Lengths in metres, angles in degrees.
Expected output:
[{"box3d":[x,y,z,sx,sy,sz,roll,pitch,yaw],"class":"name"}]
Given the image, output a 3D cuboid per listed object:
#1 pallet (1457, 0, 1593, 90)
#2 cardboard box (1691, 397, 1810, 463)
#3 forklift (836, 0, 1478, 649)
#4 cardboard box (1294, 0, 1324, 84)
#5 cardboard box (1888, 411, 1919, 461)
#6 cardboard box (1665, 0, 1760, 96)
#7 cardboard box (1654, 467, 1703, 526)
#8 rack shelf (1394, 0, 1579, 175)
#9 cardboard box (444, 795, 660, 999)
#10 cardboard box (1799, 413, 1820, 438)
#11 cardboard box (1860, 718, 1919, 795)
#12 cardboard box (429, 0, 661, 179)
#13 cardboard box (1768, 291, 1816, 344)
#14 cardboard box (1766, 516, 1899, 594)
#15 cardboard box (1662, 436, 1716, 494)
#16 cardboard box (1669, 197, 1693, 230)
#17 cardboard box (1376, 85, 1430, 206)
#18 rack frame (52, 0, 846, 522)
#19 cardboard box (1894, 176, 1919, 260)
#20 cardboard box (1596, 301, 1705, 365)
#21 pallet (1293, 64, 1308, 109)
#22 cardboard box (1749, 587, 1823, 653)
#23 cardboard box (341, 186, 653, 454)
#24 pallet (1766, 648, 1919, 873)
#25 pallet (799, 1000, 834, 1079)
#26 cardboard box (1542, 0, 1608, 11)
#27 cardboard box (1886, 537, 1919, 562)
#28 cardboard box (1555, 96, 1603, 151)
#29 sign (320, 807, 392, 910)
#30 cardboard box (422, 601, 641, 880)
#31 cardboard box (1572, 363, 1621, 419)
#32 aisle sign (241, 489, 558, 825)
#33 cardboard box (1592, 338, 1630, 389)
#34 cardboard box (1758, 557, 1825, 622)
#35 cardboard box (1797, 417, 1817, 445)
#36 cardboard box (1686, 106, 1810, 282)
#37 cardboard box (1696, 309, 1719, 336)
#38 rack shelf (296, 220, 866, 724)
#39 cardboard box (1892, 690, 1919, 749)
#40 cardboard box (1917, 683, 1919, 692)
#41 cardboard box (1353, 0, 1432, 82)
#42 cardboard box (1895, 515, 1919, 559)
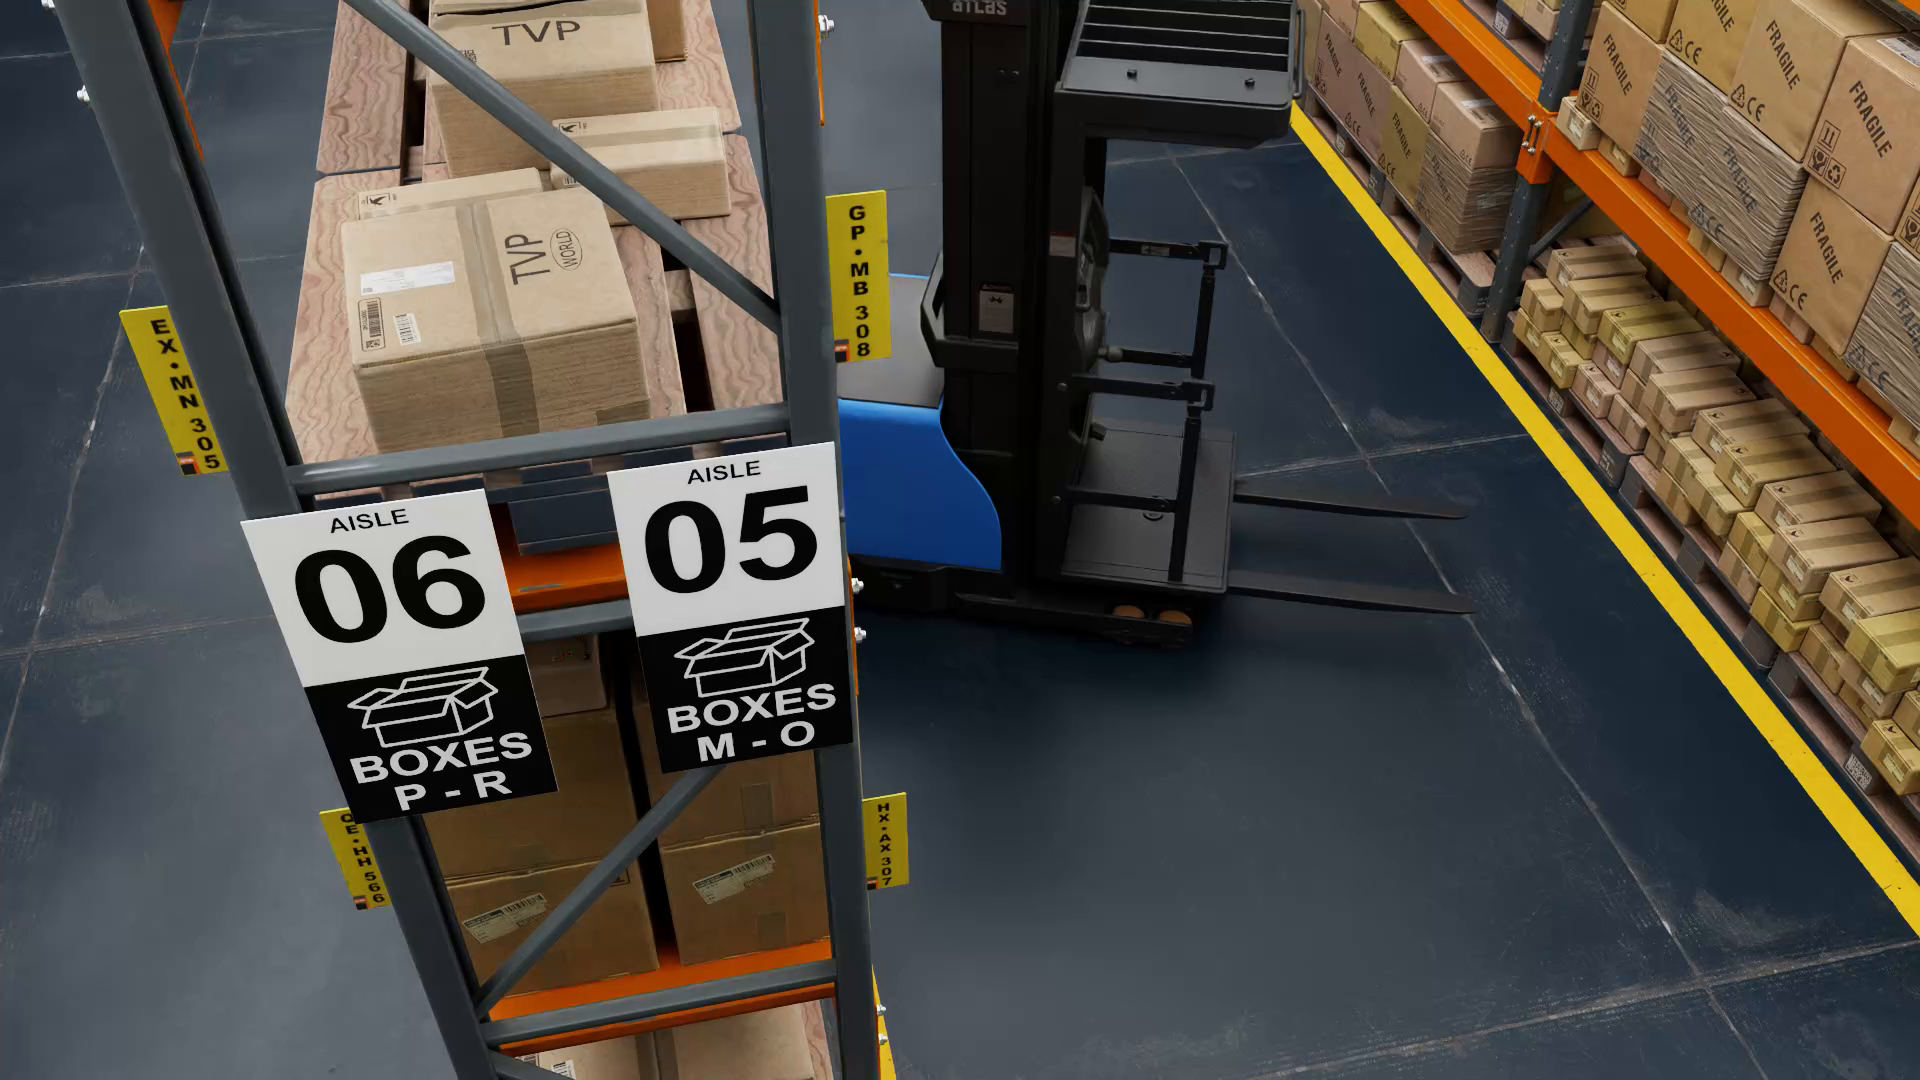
[{"box3d":[3.214,-2.694,8.451,1.003,0.211,1.213,-8,42,-9],"class":"pallet"},{"box3d":[3.406,-0.459,7.172,0.380,0.149,0.250,-10,43,-11],"class":"cardboard box"},{"box3d":[0.702,-1.020,6.473,3.031,2.935,1.130,6,42,7],"class":"forklift"},{"box3d":[2.389,-3.244,10.493,0.500,0.500,0.500,-8,42,-9],"class":"cardboard box"},{"box3d":[3.562,-0.397,5.909,0.380,0.149,0.250,-10,43,-11],"class":"cardboard box"},{"box3d":[3.223,-2.111,6.597,0.500,0.500,0.500,-10,42,-11],"class":"cardboard box"},{"box3d":[3.321,-0.223,7.354,0.380,0.149,0.250,-9,42,-10],"class":"cardboard box"},{"box3d":[2.805,-3.277,9.505,1.077,0.370,4.000,-8,42,-9],"class":"rack shelf"},{"box3d":[-1.074,0.806,4.289,0.500,0.500,0.500,-8,42,-9],"class":"cardboard box"},{"box3d":[3.921,-0.534,7.257,0.380,0.149,0.250,-10,43,-11],"class":"cardboard box"},{"box3d":[3.628,0.789,6.214,0.380,0.149,0.250,-7,42,-8],"class":"cardboard box"},{"box3d":[-0.986,-1.142,3.975,0.500,0.311,0.500,-8,42,-9],"class":"cardboard box"},{"box3d":[3.413,-0.911,6.488,0.380,0.149,0.250,-7,42,-8],"class":"cardboard box"},{"box3d":[3.454,0.059,6.588,0.380,0.149,0.250,-7,42,-8],"class":"cardboard box"},{"box3d":[3.317,-0.337,7.259,0.380,0.149,0.250,-9,42,-10],"class":"cardboard box"},{"box3d":[3.268,-1.426,7.068,0.380,0.149,0.250,-10,43,-11],"class":"cardboard box"},{"box3d":[2.720,-2.248,9.371,0.500,0.500,0.500,-9,42,-10],"class":"cardboard box"},{"box3d":[-0.712,-1.125,2.021,1.000,3.000,0.127,-8,42,-9],"class":"rack frame"},{"box3d":[3.528,-1.104,5.464,0.500,0.500,0.500,-6,42,-7],"class":"cardboard box"},{"box3d":[3.213,-0.966,7.743,0.380,0.149,0.250,-9,42,-10],"class":"cardboard box"},{"box3d":[2.540,-3.293,11.082,1.003,0.211,1.213,-8,42,-9],"class":"pallet"},{"box3d":[3.473,0.291,6.776,0.380,0.149,0.250,-10,43,-11],"class":"cardboard box"},{"box3d":[-0.897,-0.421,3.208,0.500,0.250,0.500,-12,43,-13],"class":"cardboard box"},{"box3d":[3.943,0.805,6.465,1.003,0.211,1.213,-8,42,-9],"class":"pallet"},{"box3d":[-0.961,1.654,5.509,1.003,0.211,1.213,-8,42,-9],"class":"pallet"},{"box3d":[2.958,-2.653,7.910,0.380,0.149,0.250,-7,42,-8],"class":"cardboard box"},{"box3d":[3.995,0.093,6.774,0.380,0.149,0.250,-10,43,-11],"class":"cardboard box"},{"box3d":[2.978,-1.925,7.630,0.380,0.149,0.250,-7,42,-8],"class":"cardboard box"},{"box3d":[-1.244,0.665,3.472,0.100,0.325,0.005,-8,42,-9],"class":"sign"},{"box3d":[-1.048,0.429,3.961,0.500,0.500,0.500,-7,42,-8],"class":"cardboard box"},{"box3d":[3.163,-0.732,7.928,0.380,0.149,0.250,-9,42,-9],"class":"cardboard box"},{"box3d":[-0.999,0.237,3.047,0.394,0.787,0.004,-8,42,-9],"class":"aisle sign"},{"box3d":[3.232,-0.867,7.856,0.380,0.149,0.250,-9,42,-10],"class":"cardboard box"},{"box3d":[3.469,0.170,6.688,0.380,0.149,0.250,-8,42,-9],"class":"cardboard box"},{"box3d":[3.831,-0.432,7.366,0.380,0.149,0.250,-10,43,-11],"class":"cardboard box"},{"box3d":[3.285,-1.389,6.538,0.500,0.500,0.500,-9,42,-10],"class":"cardboard box"},{"box3d":[3.722,-1.049,7.837,0.380,0.149,0.250,-9,42,-10],"class":"cardboard box"},{"box3d":[-1.143,-1.031,4.716,1.077,0.370,4.000,-8,42,-9],"class":"rack shelf"},{"box3d":[3.704,0.663,6.132,0.380,0.149,0.250,-9,42,-10],"class":"cardboard box"},{"box3d":[3.740,0.552,6.033,0.380,0.149,0.250,-8,42,-8],"class":"cardboard box"},{"box3d":[2.603,-2.874,9.512,0.500,0.250,0.500,-10,43,-11],"class":"cardboard box"},{"box3d":[4.027,-0.031,6.690,0.380,0.149,0.250,-7,42,-8],"class":"cardboard box"}]
